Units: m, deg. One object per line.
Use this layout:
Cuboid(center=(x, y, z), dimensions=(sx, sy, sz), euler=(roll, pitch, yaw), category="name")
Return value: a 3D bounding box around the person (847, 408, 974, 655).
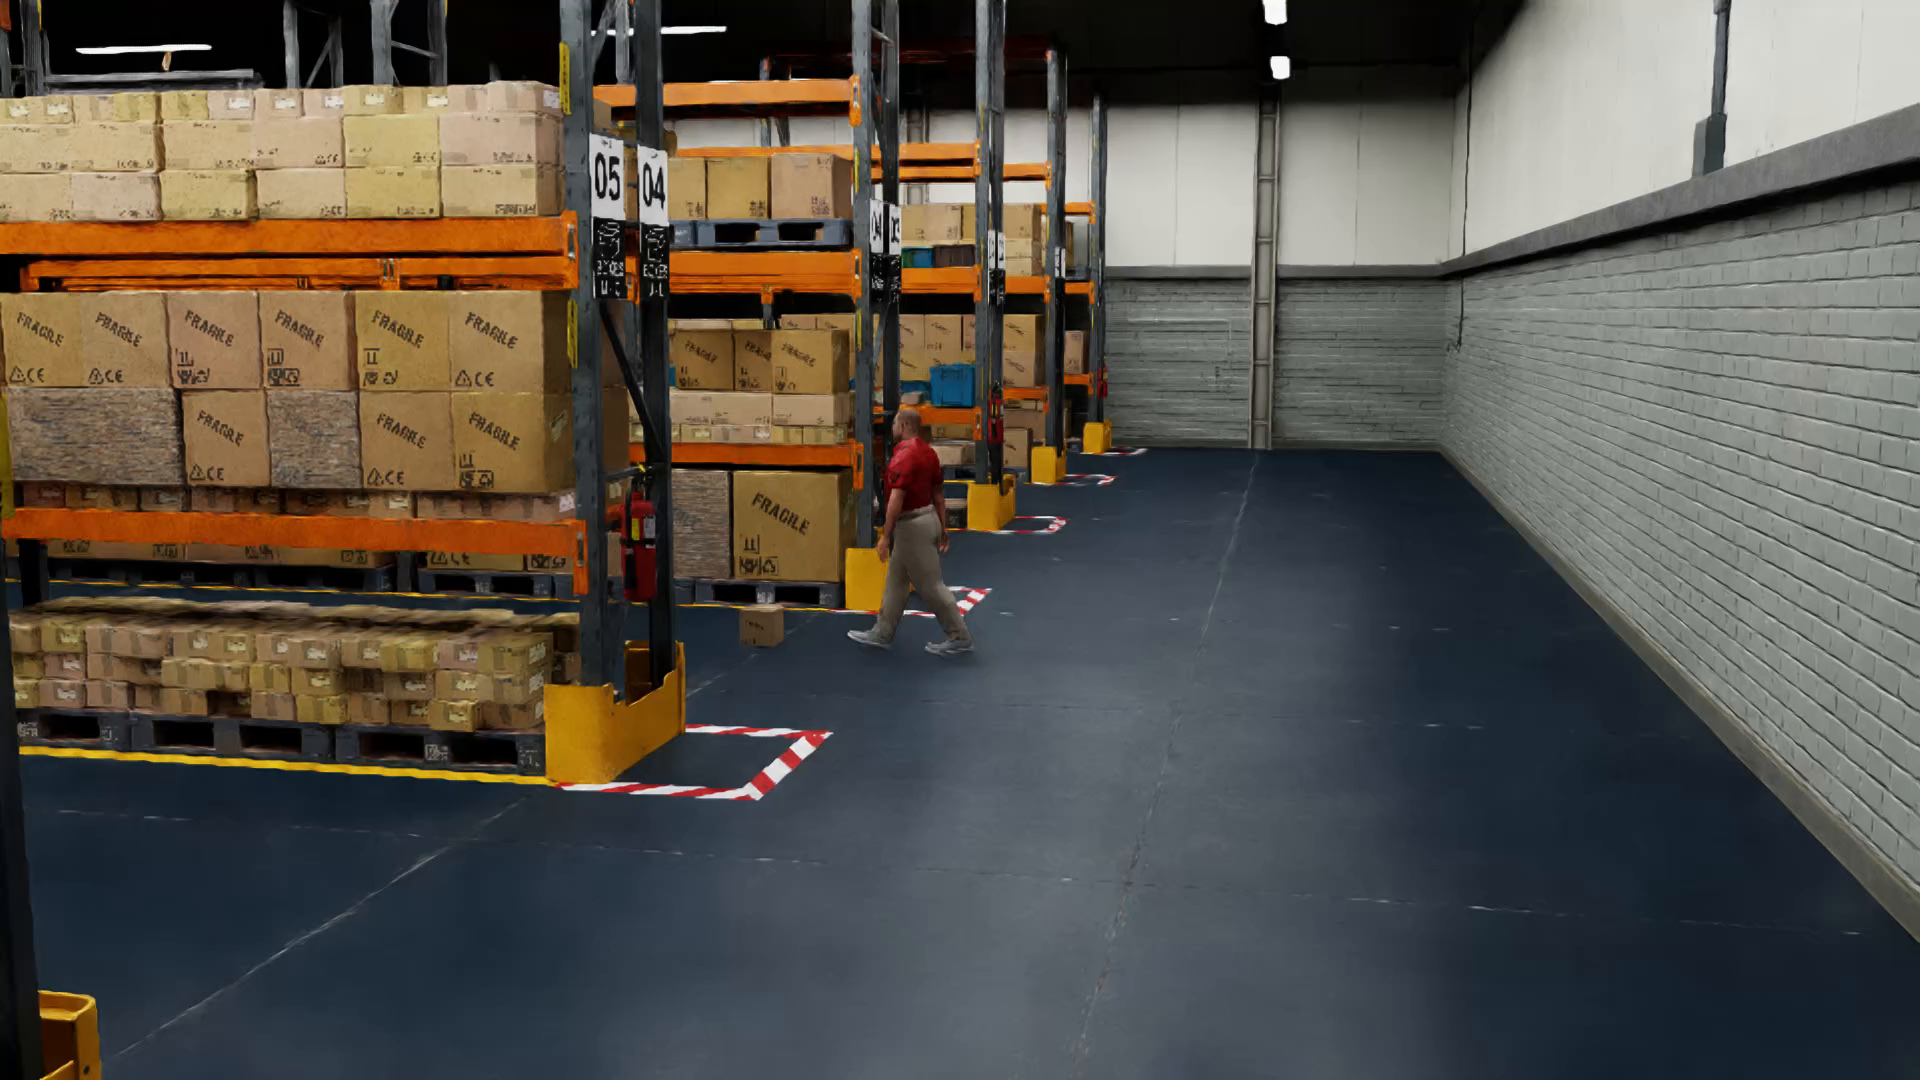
Cuboid(center=(-0.364, -0.056, 11.333), dimensions=(0.963, 1.686, 0.605), euler=(3, 8, 18), category="person")
